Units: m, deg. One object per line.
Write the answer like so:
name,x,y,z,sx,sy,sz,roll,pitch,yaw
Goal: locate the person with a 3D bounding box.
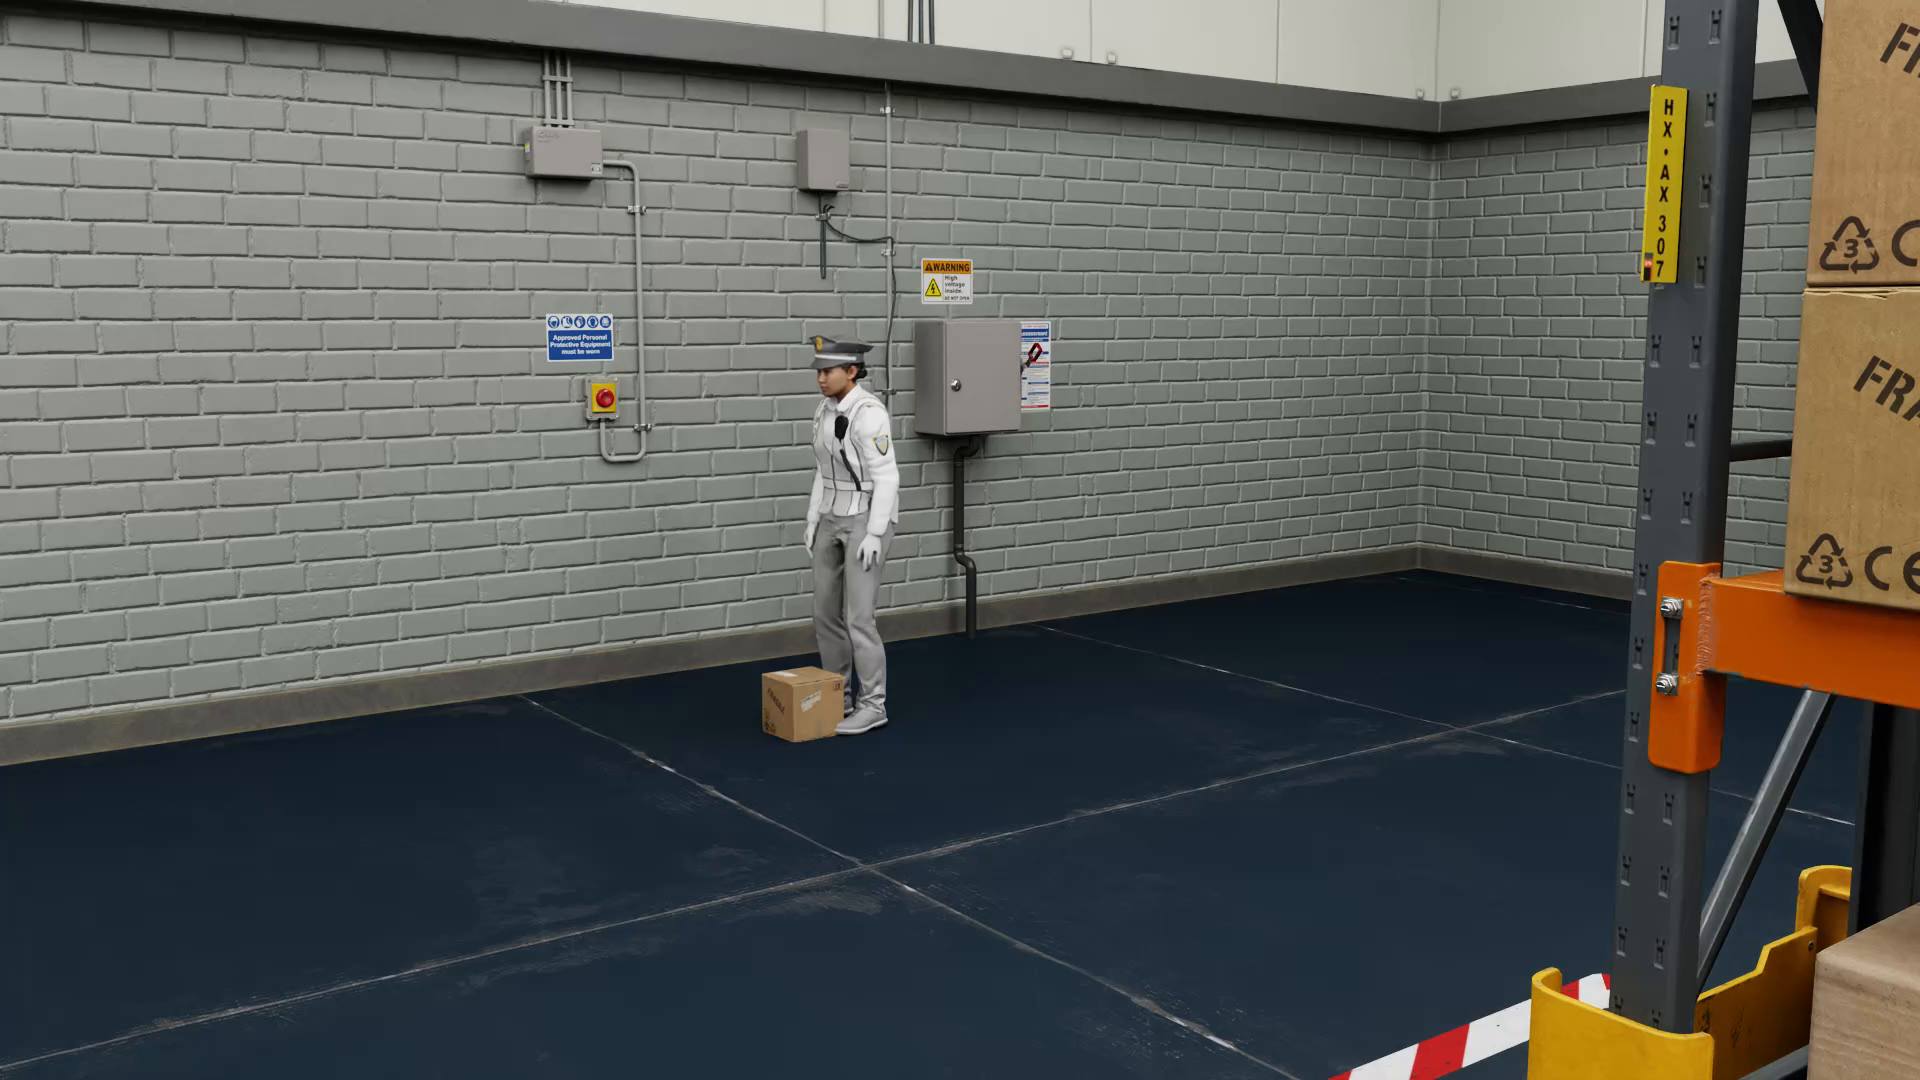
person,-0.467,-0.032,7.029,0.368,1.663,0.518,-6,10,-38
